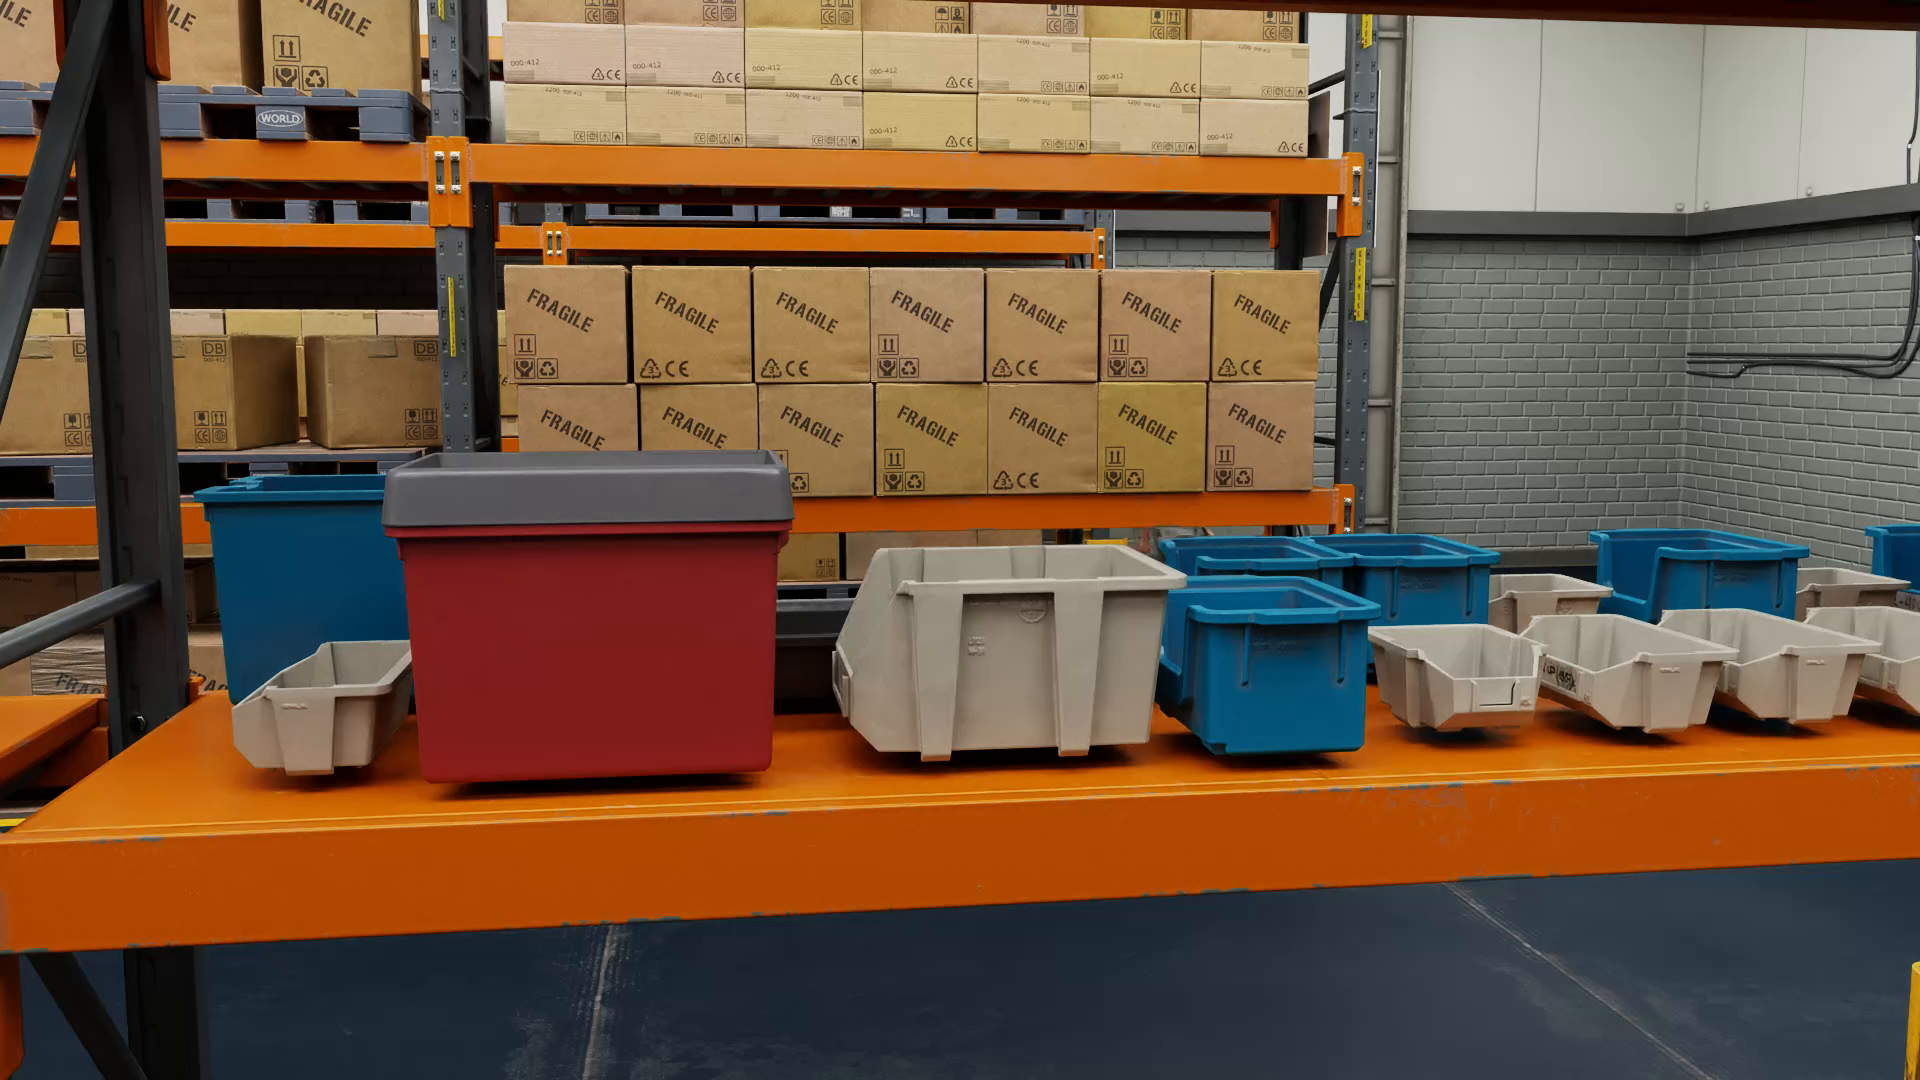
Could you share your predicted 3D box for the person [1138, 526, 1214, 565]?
[{"bbox_3d":[1.347,-0.033,10.271,0.993,1.532,0.446,3,7,25],"label":"person"}]
